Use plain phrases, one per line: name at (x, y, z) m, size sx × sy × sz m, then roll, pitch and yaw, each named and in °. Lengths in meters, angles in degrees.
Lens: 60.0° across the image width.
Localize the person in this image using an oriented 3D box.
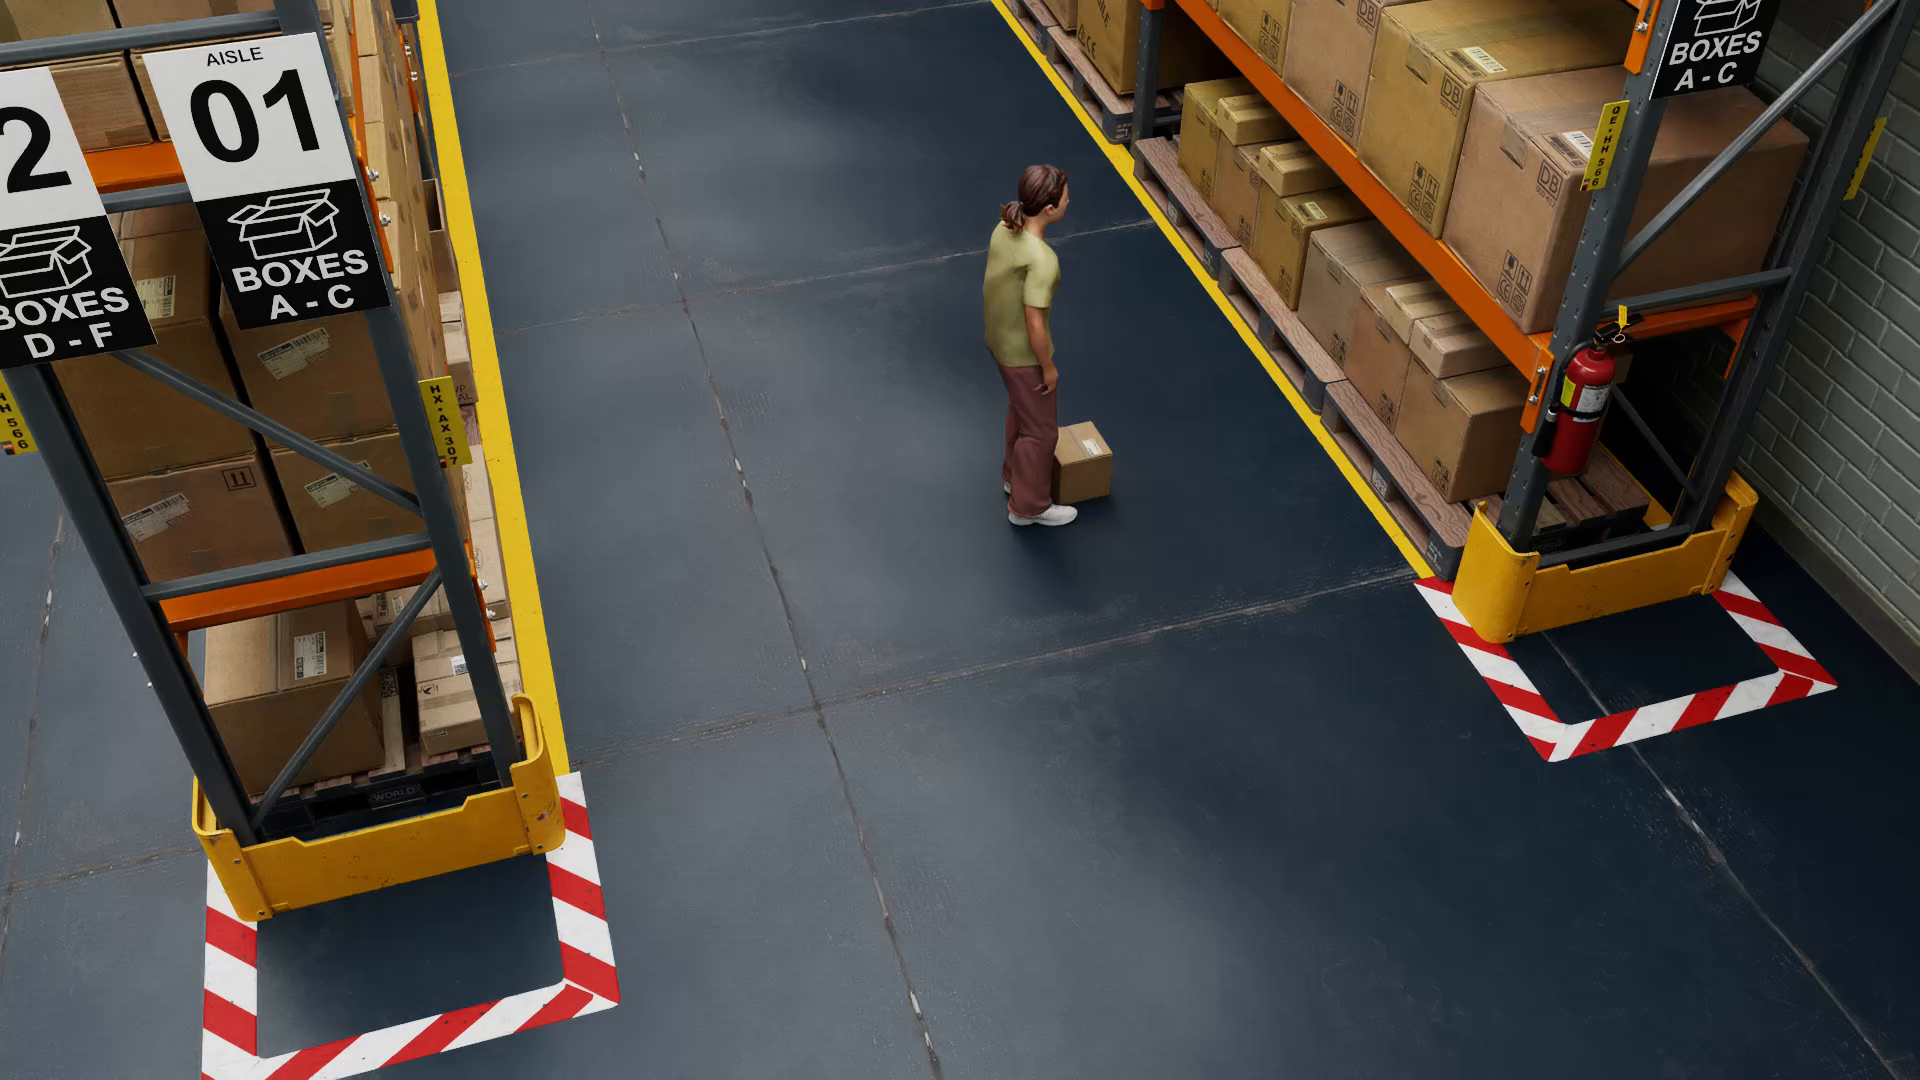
person at (0.317, -0.826, 7.067) m, size 0.417 × 1.671 × 0.519 m, roll -15°, pitch 44°, yaw -15°
